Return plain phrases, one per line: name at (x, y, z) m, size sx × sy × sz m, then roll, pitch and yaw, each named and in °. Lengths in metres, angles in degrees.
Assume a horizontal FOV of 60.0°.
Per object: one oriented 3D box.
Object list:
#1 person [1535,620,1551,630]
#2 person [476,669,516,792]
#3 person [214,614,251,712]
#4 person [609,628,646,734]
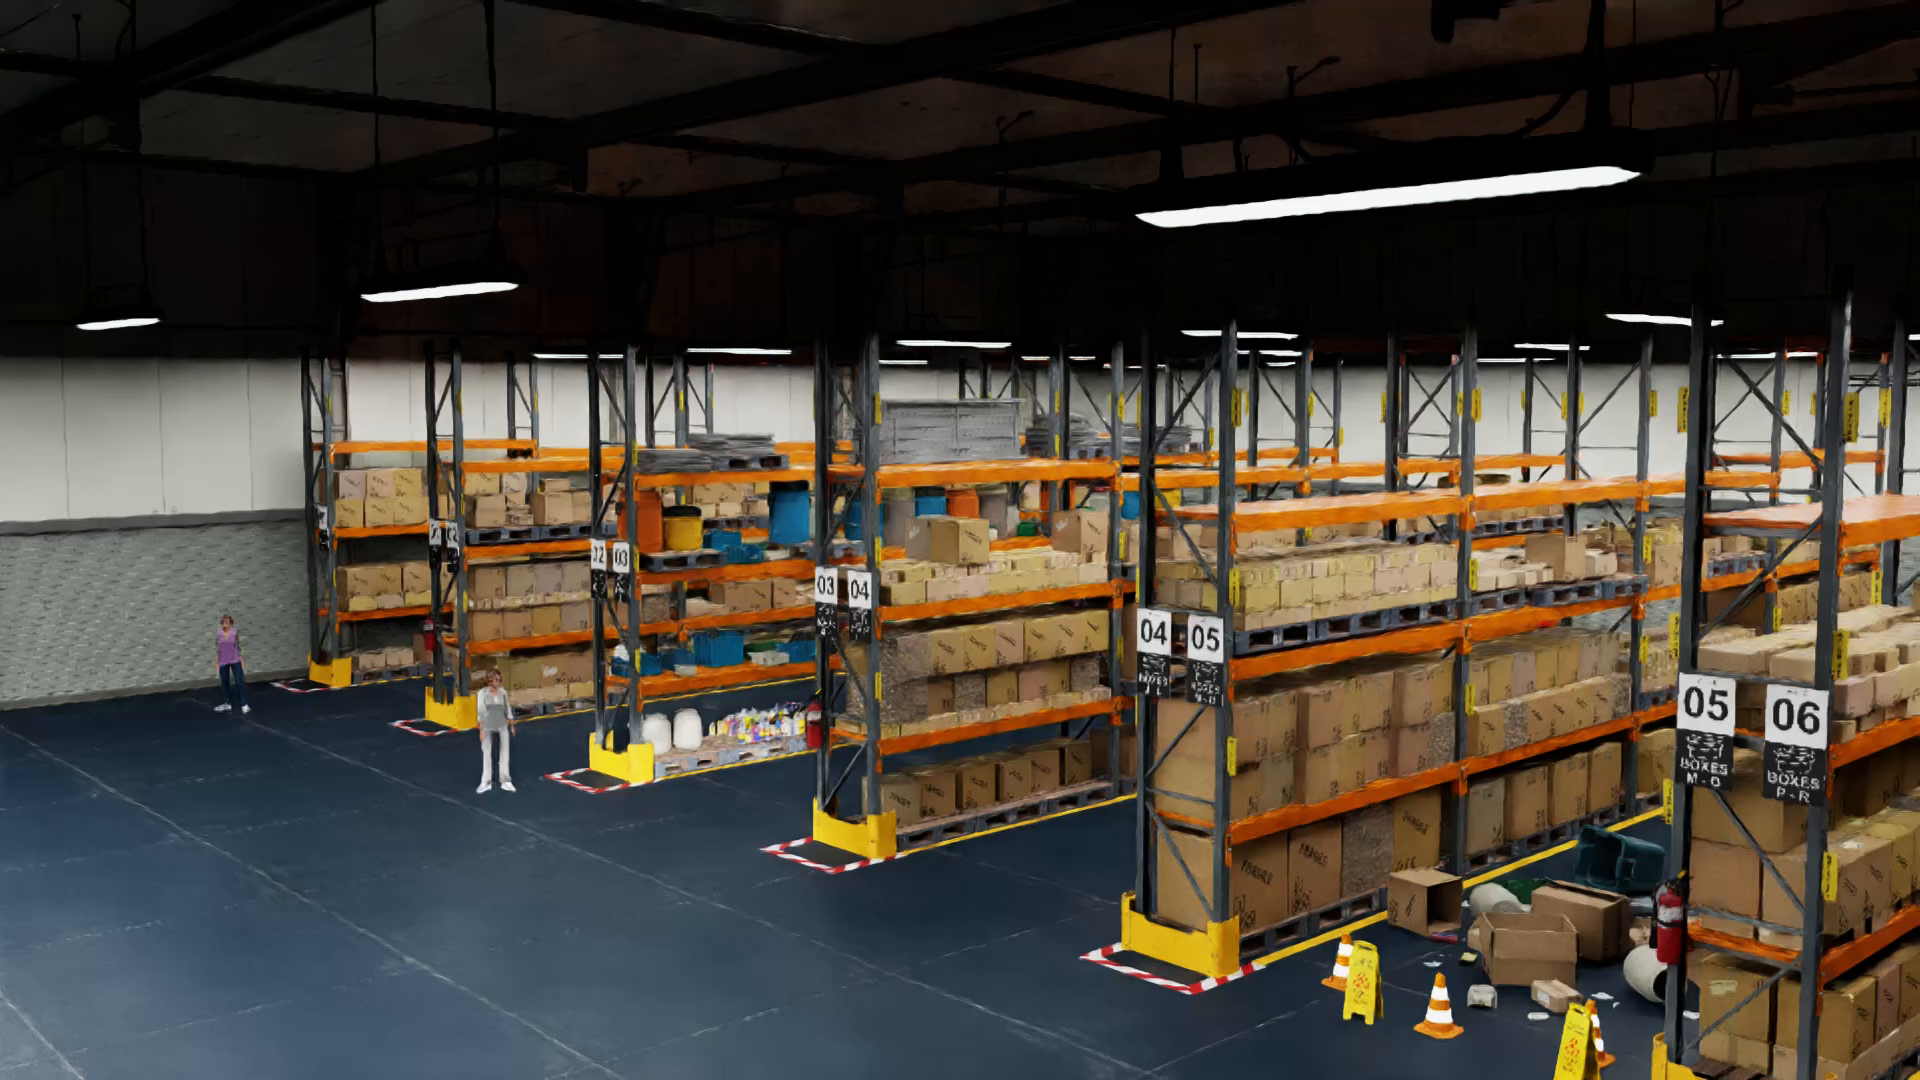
person at (9.061, 2.027, 25.817) m, size 1.123 × 1.708 × 0.553 m, roll -4°, pitch 7°, yaw -40°
person at (-6.032, 2.460, 21.550) m, size 0.511 × 1.600 × 0.364 m, roll -3°, pitch 6°, yaw -27°
person at (-11.800, 1.989, 26.937) m, size 0.615 × 1.588 × 0.496 m, roll -1°, pitch 5°, yaw -11°
person at (-5.008, 2.119, 25.426) m, size 0.643 × 1.612 × 0.794 m, roll 3°, pitch 6°, yaw 29°
